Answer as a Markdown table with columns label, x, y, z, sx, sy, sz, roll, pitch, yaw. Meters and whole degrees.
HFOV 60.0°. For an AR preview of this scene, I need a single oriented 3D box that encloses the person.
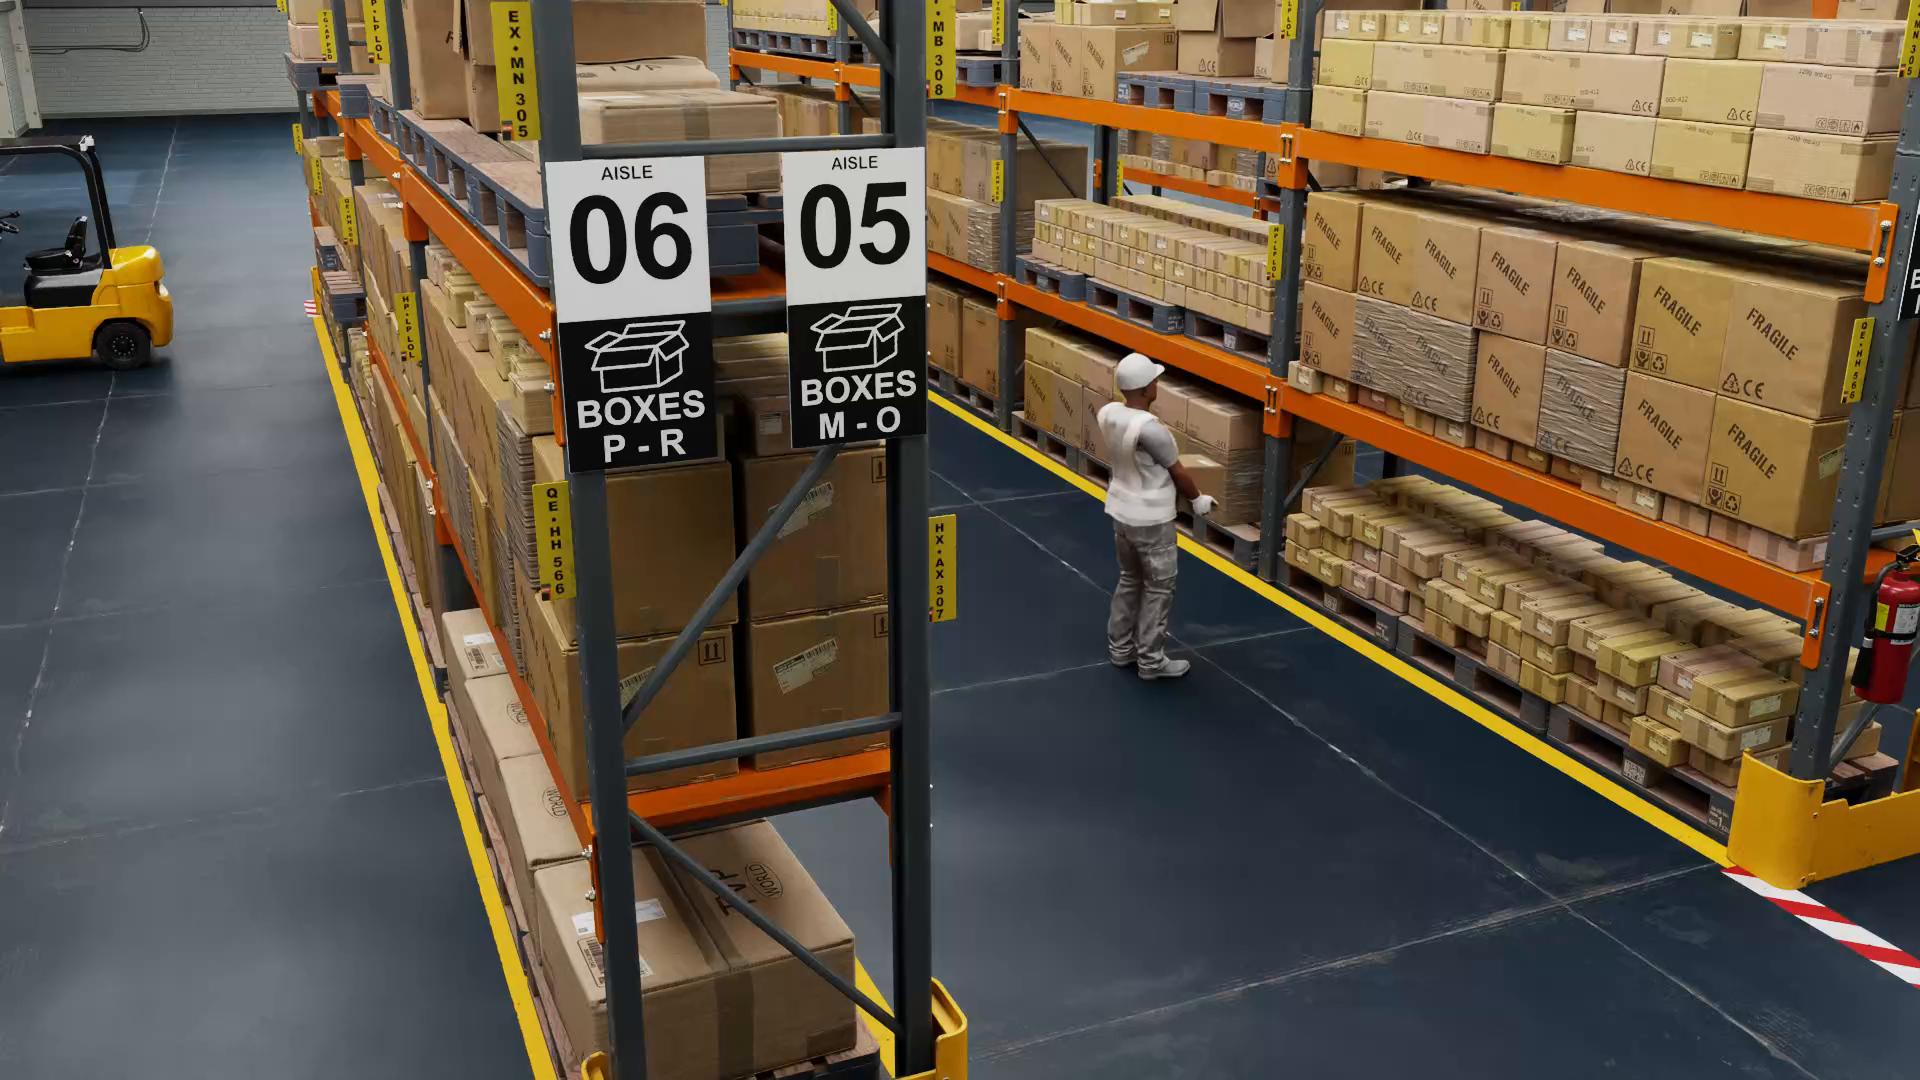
| label | x | y | z | sx | sy | sz | roll | pitch | yaw |
| --- | --- | --- | --- | --- | --- | --- | --- | --- | --- |
| person | 1.062 | -0.139 | 8.948 | 0.574 | 1.780 | 0.490 | -8 | 20 | -22 |
